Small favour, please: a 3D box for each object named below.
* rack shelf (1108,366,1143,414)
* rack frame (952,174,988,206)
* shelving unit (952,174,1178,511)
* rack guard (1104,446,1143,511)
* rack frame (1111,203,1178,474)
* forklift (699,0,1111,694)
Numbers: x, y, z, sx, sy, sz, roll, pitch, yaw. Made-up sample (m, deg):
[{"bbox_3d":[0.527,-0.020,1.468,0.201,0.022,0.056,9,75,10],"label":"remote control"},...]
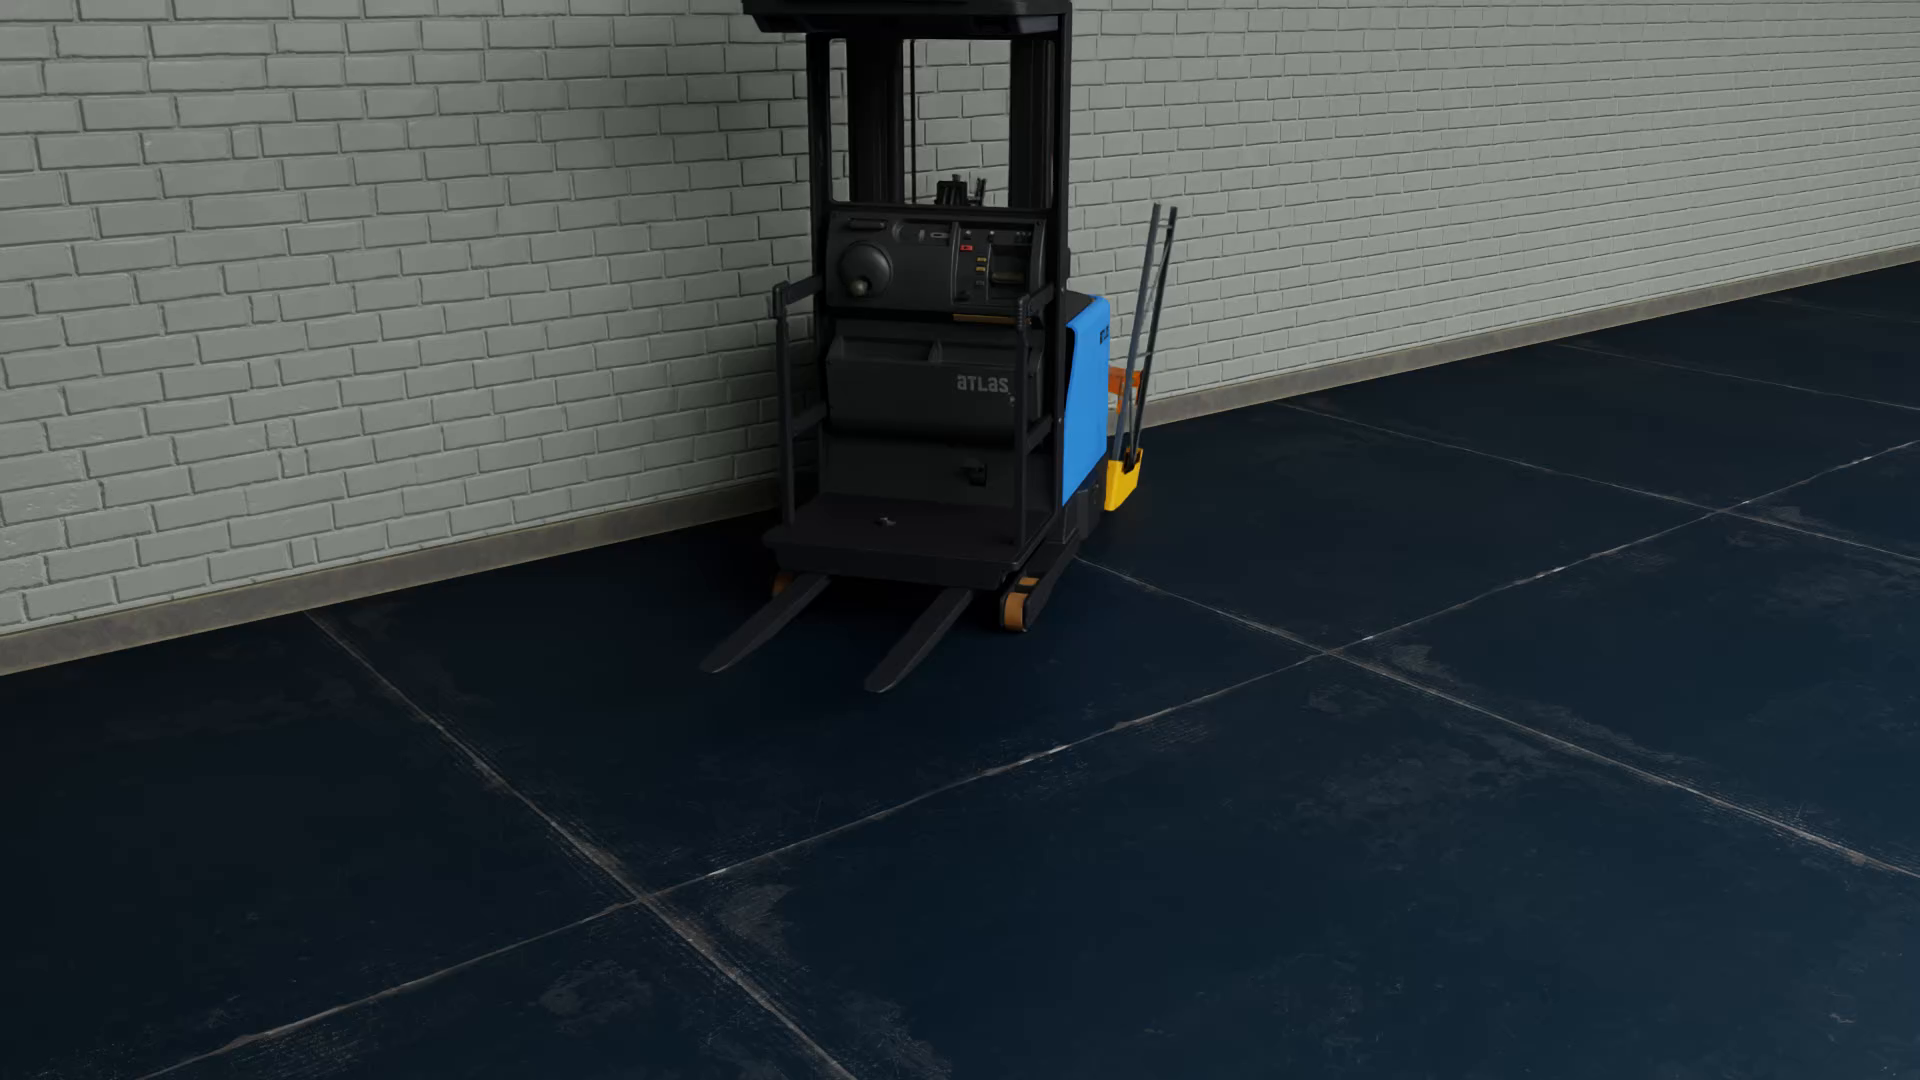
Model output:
[{"bbox_3d":[0.403,-0.848,8.509,1.000,0.185,0.538,12,13,16],"label":"rack shelf"},{"bbox_3d":[-0.051,-1.123,8.608,0.032,1.500,0.500,12,13,16],"label":"rack frame"},{"bbox_3d":[0.437,-1.020,8.469,1.083,1.500,0.587,12,13,16],"label":"shelving unit"},{"bbox_3d":[0.817,-0.317,8.467,0.087,0.250,0.587,12,13,16],"label":"rack guard"},{"bbox_3d":[0.908,-0.921,8.335,0.032,1.500,0.500,12,13,16],"label":"rack frame"},{"bbox_3d":[-0.164,-1.153,6.682,1.130,2.935,3.031,5,19,15],"label":"forklift"}]
